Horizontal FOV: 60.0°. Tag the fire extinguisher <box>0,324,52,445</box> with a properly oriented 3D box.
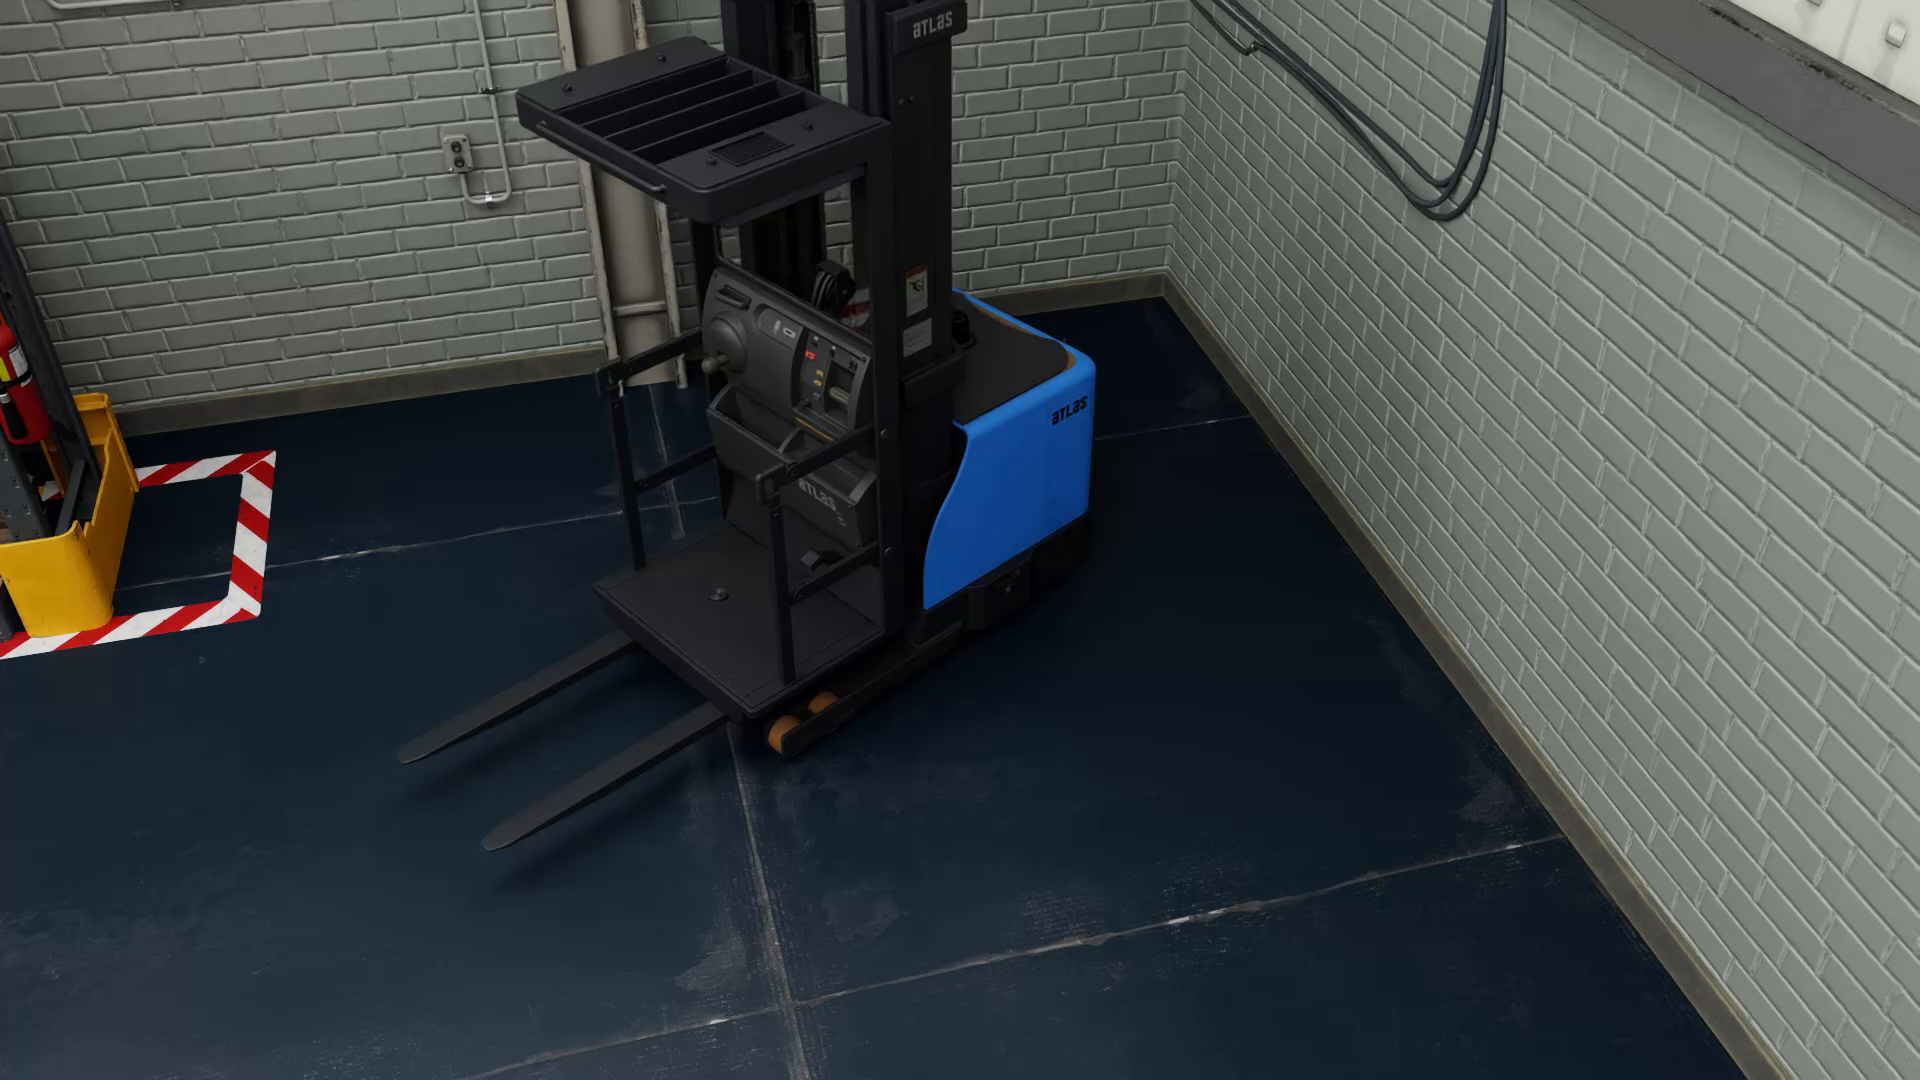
[{"bbox_3d":[-3.784,-0.698,6.564,0.183,0.674,0.296,-9,38,-12],"label":"fire extinguisher"}]

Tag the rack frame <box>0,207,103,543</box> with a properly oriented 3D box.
[{"bbox_3d":[-4.050,-1.124,6.750,0.127,3.000,1.000,-9,38,-12],"label":"rack frame"}]

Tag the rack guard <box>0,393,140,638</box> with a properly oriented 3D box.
[{"bbox_3d":[-4.026,-0.135,7.515,0.348,0.500,1.175,-9,38,-12],"label":"rack guard"}]

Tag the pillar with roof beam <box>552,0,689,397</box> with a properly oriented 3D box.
[{"bbox_3d":[-0.546,-1.916,2.849,0.400,9.000,9.100,-9,38,-12],"label":"pillar with roof beam"}]

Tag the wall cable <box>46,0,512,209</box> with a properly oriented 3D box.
[{"bbox_3d":[-3.060,-2.285,7.432,1.851,1.984,0.084,-9,38,-12],"label":"wall cable"}]

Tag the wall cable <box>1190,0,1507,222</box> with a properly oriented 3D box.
[{"bbox_3d":[1.504,-2.959,6.768,0.112,2.526,3.097,-9,38,-12],"label":"wall cable"}]

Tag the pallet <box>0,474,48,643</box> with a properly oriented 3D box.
[{"bbox_3d":[-4.801,0.156,7.372,1.213,0.211,1.003,-9,38,-12],"label":"pallet"}]

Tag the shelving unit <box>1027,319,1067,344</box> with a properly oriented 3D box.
[{"bbox_3d":[0.320,-0.555,7.734,0.210,0.900,0.258,-30,47,-33],"label":"shelving unit"}]

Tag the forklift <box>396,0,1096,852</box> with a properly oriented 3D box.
[{"bbox_3d":[-0.821,-0.659,6.200,3.031,2.935,1.130,-30,47,-33],"label":"forklift"}]

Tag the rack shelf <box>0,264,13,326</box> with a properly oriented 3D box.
[{"bbox_3d":[-5.980,-0.521,6.555,4.000,0.370,1.077,-9,38,-12],"label":"rack shelf"}]

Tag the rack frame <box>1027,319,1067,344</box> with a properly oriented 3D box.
[{"bbox_3d":[0.393,-0.598,7.791,0.006,0.900,0.240,-30,47,-33],"label":"rack frame"}]
